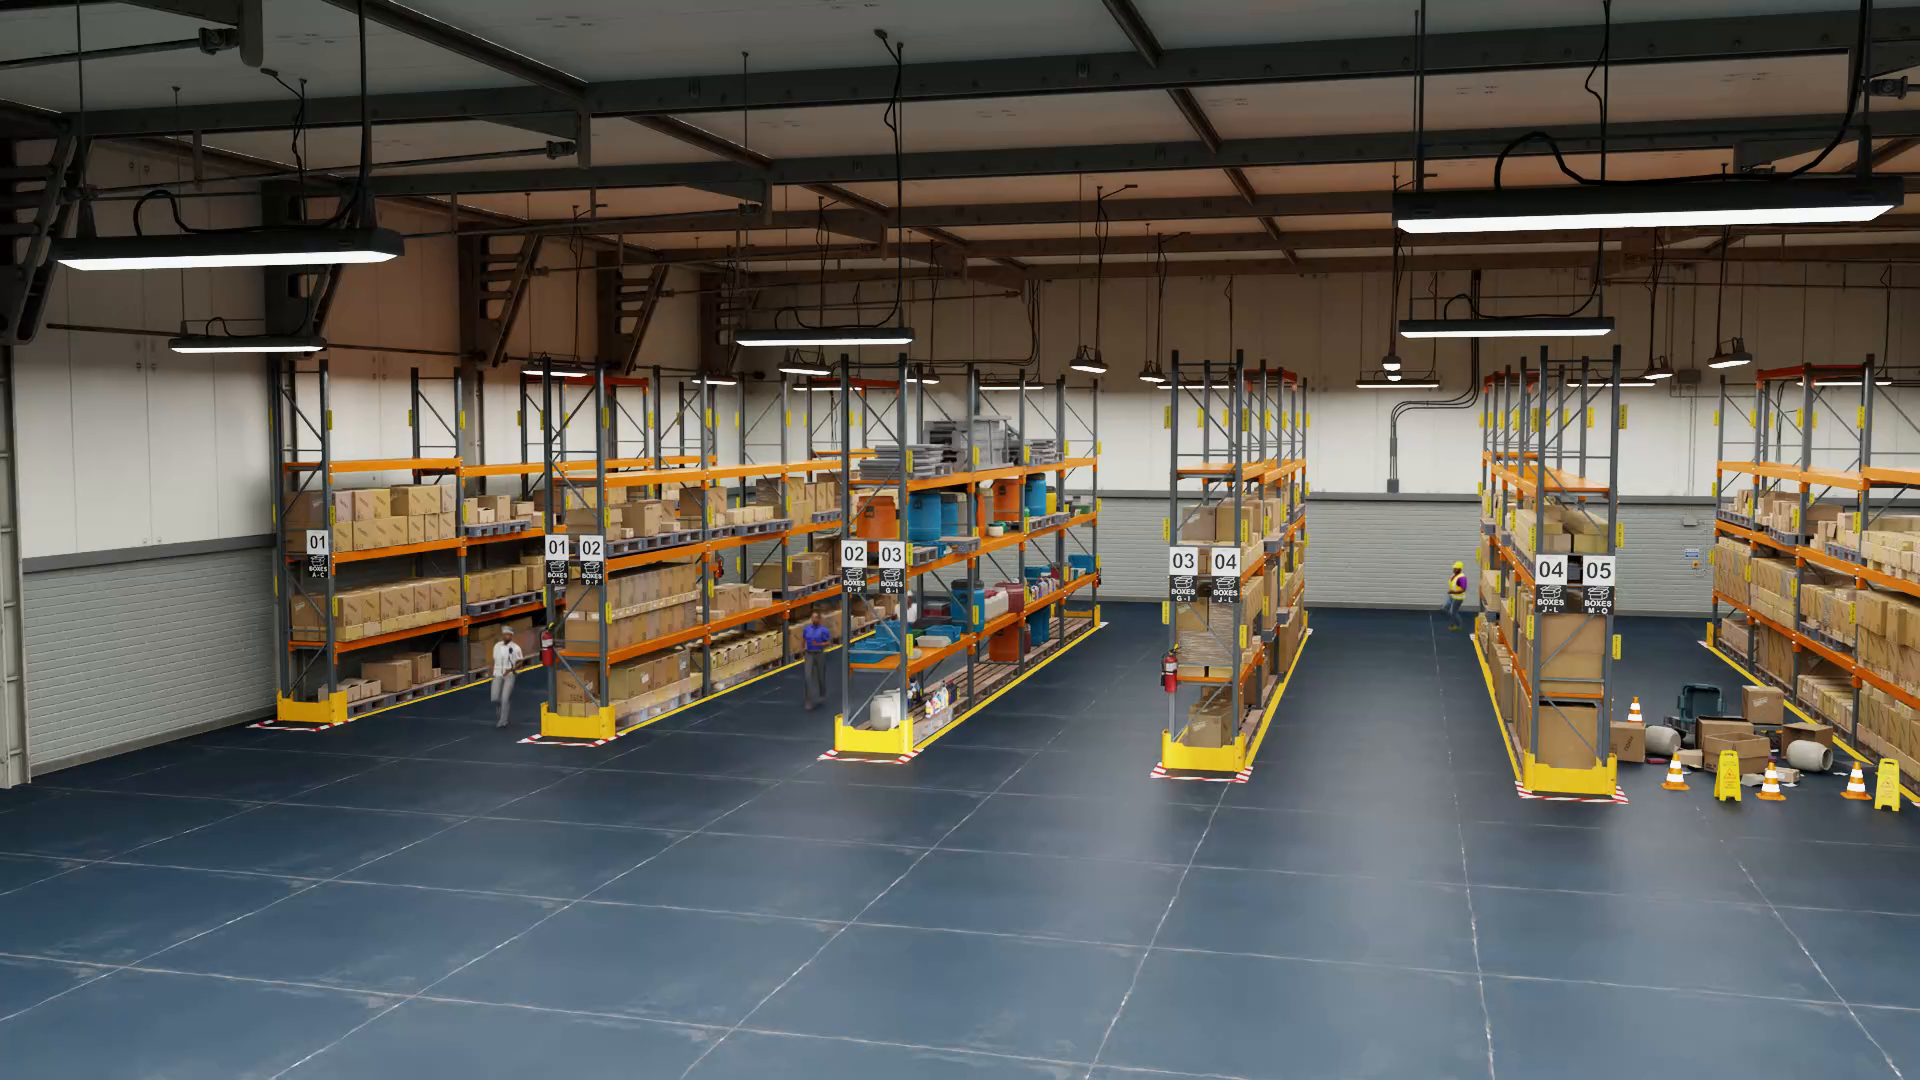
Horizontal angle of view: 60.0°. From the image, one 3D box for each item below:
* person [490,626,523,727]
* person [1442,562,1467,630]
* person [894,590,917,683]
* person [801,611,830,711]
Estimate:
[{"bbox_3d":[-7.459,2.227,27.317,0.563,1.655,0.538,0,4,2],"label":"person"},{"bbox_3d":[11.727,1.340,39.330,0.558,1.684,0.832,-1,4,-10],"label":"person"},{"bbox_3d":[-0.986,1.841,31.948,0.606,1.801,0.839,0,4,6],"label":"person"},{"bbox_3d":[-2.519,2.102,28.978,0.545,1.707,0.768,0,4,4],"label":"person"}]
